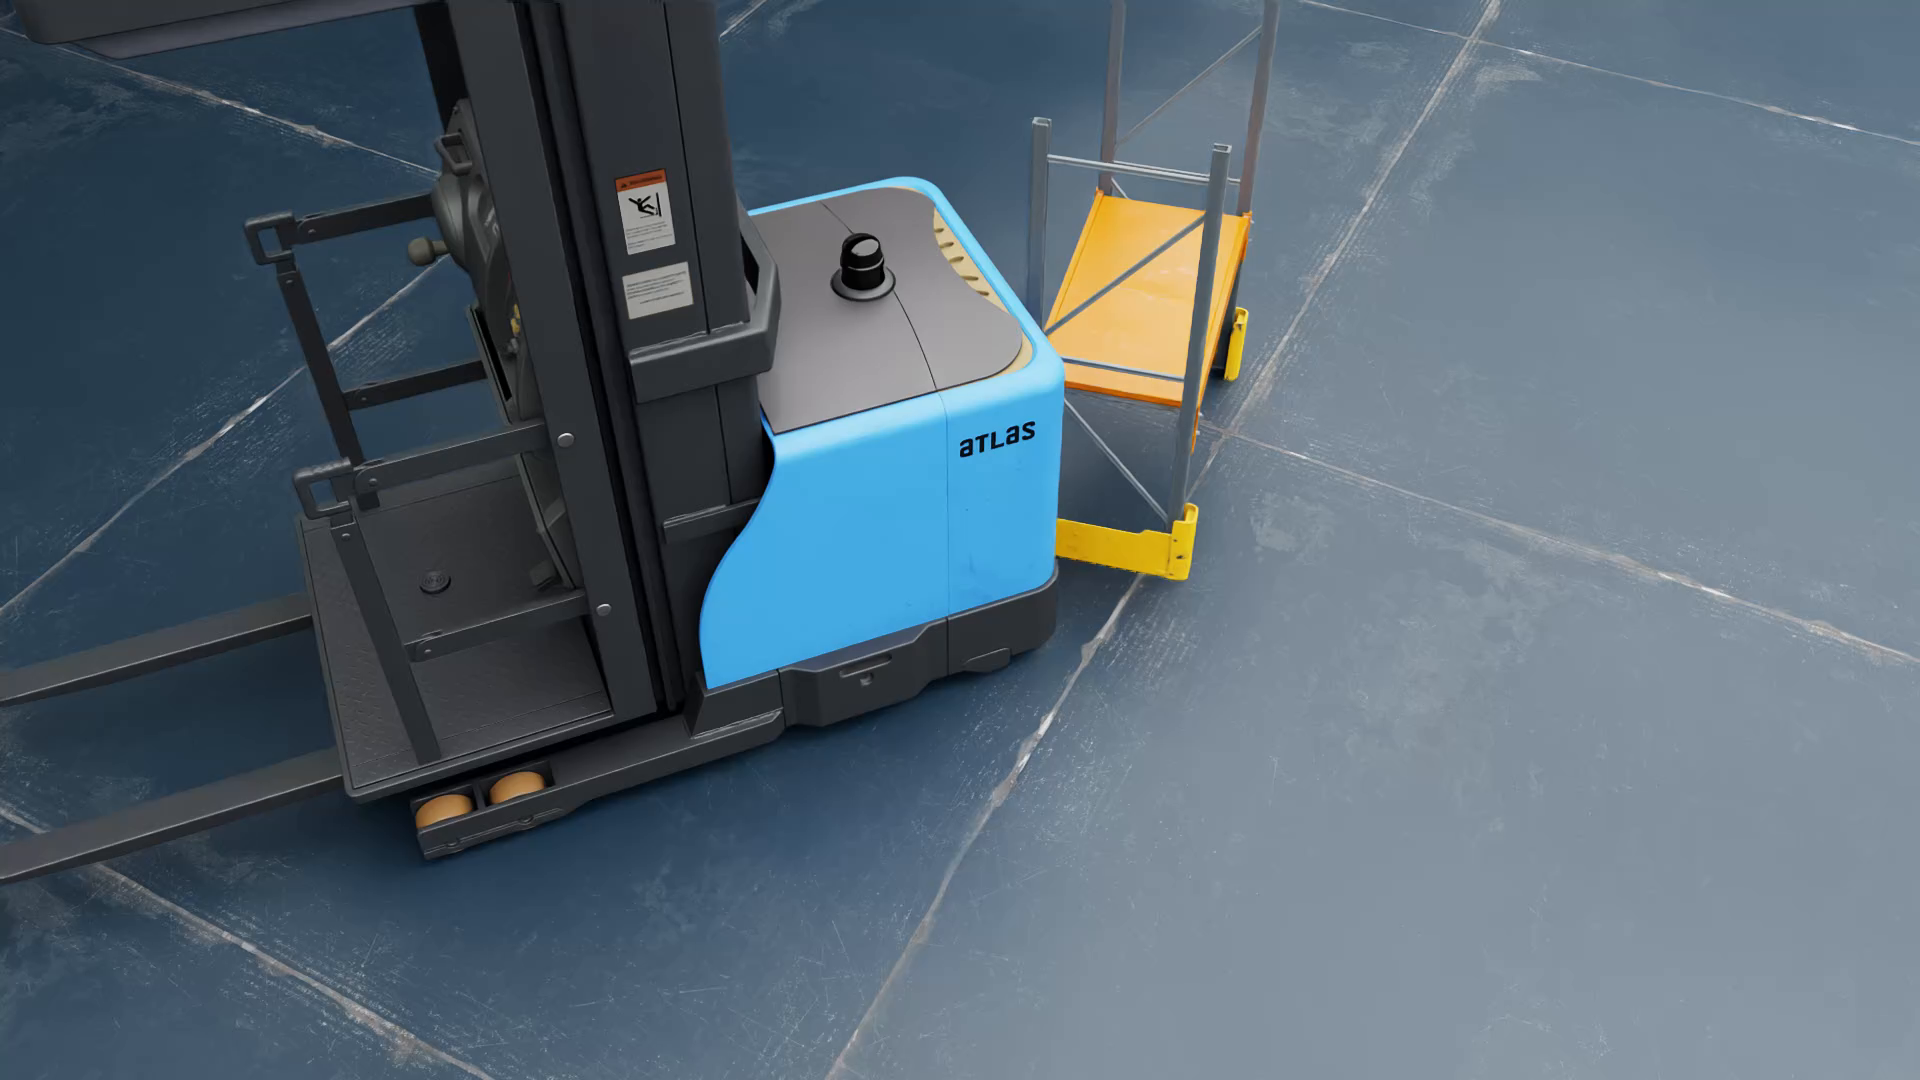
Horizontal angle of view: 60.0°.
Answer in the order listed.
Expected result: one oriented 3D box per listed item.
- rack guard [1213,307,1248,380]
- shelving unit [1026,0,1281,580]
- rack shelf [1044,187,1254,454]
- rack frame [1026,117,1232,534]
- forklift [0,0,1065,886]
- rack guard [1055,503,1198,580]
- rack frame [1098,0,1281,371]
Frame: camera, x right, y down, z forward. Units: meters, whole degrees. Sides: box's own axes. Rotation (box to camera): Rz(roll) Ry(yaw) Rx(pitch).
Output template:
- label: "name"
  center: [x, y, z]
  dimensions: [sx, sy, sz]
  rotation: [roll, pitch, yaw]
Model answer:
- label: "rack guard"
  center: [0.693, -0.726, 5.792]
  dimensions: [0.587, 0.250, 0.087]
  rotation: [11, 46, 11]
- label: "shelving unit"
  center: [0.560, -0.824, 5.010]
  dimensions: [0.587, 1.500, 1.083]
  rotation: [11, 46, 11]
- label: "rack shelf"
  center: [0.562, -0.704, 5.144]
  dimensions: [0.538, 0.185, 1.000]
  rotation: [11, 46, 11]
- label: "rack frame"
  center: [0.426, -0.482, 4.672]
  dimensions: [0.500, 1.500, 0.032]
  rotation: [11, 46, 11]
- label: "forklift"
  center: [-1.285, -0.625, 3.807]
  dimensions: [3.031, 2.935, 1.130]
  rotation: [-16, 48, -16]
- label: "rack guard"
  center: [0.426, -0.044, 5.117]
  dimensions: [0.587, 0.250, 0.087]
  rotation: [11, 46, 11]
- label: "rack frame"
  center: [0.698, -1.179, 5.361]
  dimensions: [0.500, 1.500, 0.032]
  rotation: [11, 46, 11]
